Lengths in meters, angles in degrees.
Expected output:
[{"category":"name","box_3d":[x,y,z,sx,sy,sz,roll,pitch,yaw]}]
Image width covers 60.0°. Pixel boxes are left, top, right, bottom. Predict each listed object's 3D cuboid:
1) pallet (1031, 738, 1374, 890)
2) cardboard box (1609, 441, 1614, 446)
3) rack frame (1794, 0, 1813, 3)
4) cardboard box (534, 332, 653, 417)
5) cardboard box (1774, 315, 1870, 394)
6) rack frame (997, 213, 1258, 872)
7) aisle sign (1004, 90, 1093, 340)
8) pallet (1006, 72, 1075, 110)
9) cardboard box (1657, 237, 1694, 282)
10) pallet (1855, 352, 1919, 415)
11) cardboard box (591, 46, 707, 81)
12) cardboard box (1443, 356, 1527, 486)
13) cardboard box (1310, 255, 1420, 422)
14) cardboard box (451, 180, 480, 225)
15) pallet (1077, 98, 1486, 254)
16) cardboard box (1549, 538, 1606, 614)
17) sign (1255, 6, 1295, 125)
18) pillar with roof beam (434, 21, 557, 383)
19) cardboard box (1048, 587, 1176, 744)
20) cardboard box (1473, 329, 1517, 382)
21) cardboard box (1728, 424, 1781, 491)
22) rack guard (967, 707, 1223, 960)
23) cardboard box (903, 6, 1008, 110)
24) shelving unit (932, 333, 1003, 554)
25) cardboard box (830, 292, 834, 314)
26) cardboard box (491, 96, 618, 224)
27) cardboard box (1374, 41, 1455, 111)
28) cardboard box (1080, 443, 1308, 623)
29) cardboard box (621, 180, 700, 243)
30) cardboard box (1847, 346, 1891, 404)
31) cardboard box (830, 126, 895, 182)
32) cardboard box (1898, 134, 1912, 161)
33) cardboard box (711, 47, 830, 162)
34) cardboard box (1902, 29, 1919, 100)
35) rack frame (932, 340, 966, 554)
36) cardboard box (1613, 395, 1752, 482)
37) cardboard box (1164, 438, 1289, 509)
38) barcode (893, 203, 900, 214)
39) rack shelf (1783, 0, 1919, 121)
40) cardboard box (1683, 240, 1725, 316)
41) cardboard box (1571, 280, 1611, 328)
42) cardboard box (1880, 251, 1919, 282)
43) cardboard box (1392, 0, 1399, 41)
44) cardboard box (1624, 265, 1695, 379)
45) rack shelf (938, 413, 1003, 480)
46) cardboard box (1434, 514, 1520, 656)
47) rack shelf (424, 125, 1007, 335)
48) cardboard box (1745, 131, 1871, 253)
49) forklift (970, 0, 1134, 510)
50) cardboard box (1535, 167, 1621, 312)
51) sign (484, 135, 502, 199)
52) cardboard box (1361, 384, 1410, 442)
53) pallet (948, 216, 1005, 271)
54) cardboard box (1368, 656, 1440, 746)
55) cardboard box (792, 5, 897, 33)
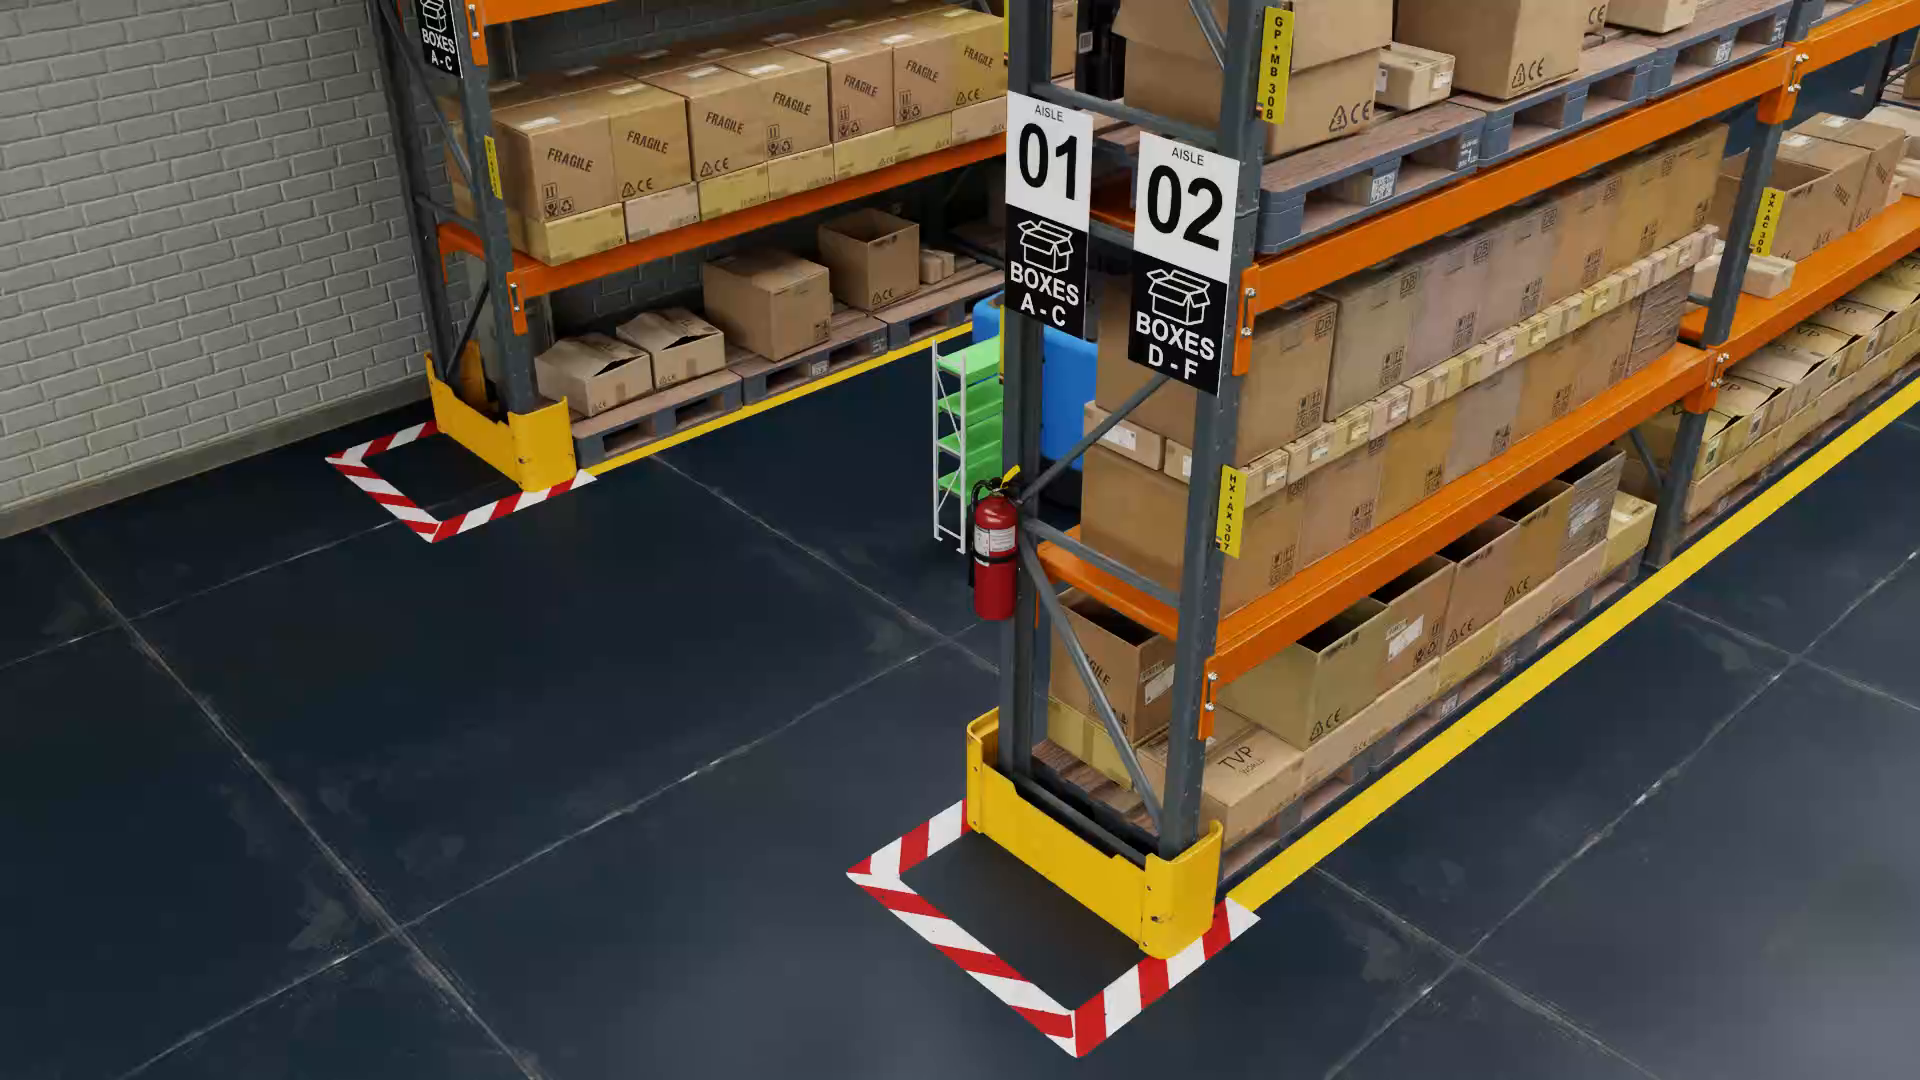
[{"category":"pallet","box_3d":[1.075,0.996,7.419,1.213,0.211,1.003,-26,40,-35]},{"category":"cardboard box","box_3d":[3.583,-0.589,9.572,0.500,0.250,0.500,-26,40,-36]},{"category":"rack frame","box_3d":[3.476,-3.885,6.977,0.127,3.000,1.000,-26,40,-35]},{"category":"cardboard box","box_3d":[-2.260,-1.052,10.250,0.500,0.311,0.500,24,39,34]},{"category":"cardboard box","box_3d":[5.075,-1.168,9.980,0.500,0.311,0.500,-25,39,-34]},{"category":"rack frame","box_3d":[0.543,0.094,6.222,0.127,3.000,1.000,-26,40,-35]},{"category":"aisle sign","box_3d":[0.295,-1.105,5.689,0.004,0.787,0.394,-26,40,-35]},{"category":"pallet","box_3d":[0.764,-3.353,12.041,1.213,0.211,1.003,-26,40,-35]},{"category":"cardboard box","box_3d":[3.240,-1.379,7.913,0.250,0.149,0.380,-27,40,-36]},{"category":"pallet","box_3d":[5.779,-1.277,11.137,1.213,0.211,1.003,-26,40,-35]},{"category":"cardboard box","box_3d":[-1.875,-2.673,10.152,0.500,0.500,0.500,-27,41,-37]},{"category":"cardboard box","box_3d":[2.027,-0.660,7.358,0.500,0.500,0.700,-24,39,-34]},{"category":"cardboard box","box_3d":[1.315,-0.871,6.459,0.500,0.500,0.700,-27,41,-37]},{"category":"cardboard box","box_3d":[-2.617,-1.985,9.745,0.500,0.250,0.500,-25,39,-35]},{"category":"pallet","box_3d":[1.079,-1.389,5.856,1.213,0.211,1.003,-26,40,-35]},{"category":"cardboard box","box_3d":[2.911,0.090,8.460,0.500,0.250,0.500,-26,40,-35]},{"category":"sign","box_3d":[0.916,-1.378,4.840,0.005,0.325,0.100,-26,40,-35]},{"category":"pillar with roof beam","box_3d":[0.024,-3.292,6.008,0.400,9.000,9.100,-26,40,-35]},{"category":"cardboard box","box_3d":[0.734,0.463,7.131,0.500,0.500,0.500,-26,40,-35]},{"category":"cardboard box","box_3d":[2.105,-0.828,7.010,0.250,0.149,0.380,-25,40,-35]},{"category":"cardboard box","box_3d":[4.316,-0.560,9.524,0.500,0.250,0.500,-25,39,-34]},{"category":"rack guard","box_3d":[0.525,1.168,6.860,0.348,0.500,1.175,-26,40,-35]},{"category":"cardboard box","box_3d":[-0.031,-3.197,11.009,0.500,0.500,0.500,-26,40,-36]},{"category":"shelving unit","box_3d":[0.121,-0.571,9.033,0.503,1.200,0.258,-26,40,-35]},{"category":"cardboard box","box_3d":[-1.081,-1.631,11.353,0.380,0.149,0.250,26,40,35]},{"category":"cardboard box","box_3d":[-2.274,-2.119,9.246,0.500,0.500,0.500,-26,40,-35]},{"category":"cardboard box","box_3d":[1.525,-1.668,5.931,0.250,0.149,0.380,-26,40,-35]},{"category":"cardboard box","box_3d":[0.894,-0.110,6.458,0.500,0.500,0.700,-26,40,-35]},{"category":"cardboard box","box_3d":[-1.883,-1.986,9.747,0.500,0.250,0.500,-27,41,-37]},{"category":"cardboard box","box_3d":[5.443,-1.109,10.421,0.500,0.250,0.500,-25,39,-34]},{"category":"cardboard box","box_3d":[-0.765,-2.522,10.623,0.500,0.250,0.500,-26,40,-36]},{"category":"cardboard box","box_3d":[5.622,-2.463,10.488,0.500,0.311,0.500,-26,40,-36]},{"category":"cardboard box","box_3d":[-1.151,-2.659,10.129,0.500,0.500,0.500,-24,39,-34]},{"category":"cardboard box","box_3d":[6.794,-3.232,11.162,0.700,0.500,0.500,15,35,23]},{"category":"rack frame","box_3d":[-0.058,-0.484,8.891,0.015,1.200,0.240,-26,40,-35]},{"category":"cardboard box","box_3d":[3.948,-0.622,9.087,0.500,0.311,0.500,-26,40,-35]},{"category":"cardboard box","box_3d":[0.977,-0.283,6.119,0.250,0.149,0.380,-26,40,-36]},{"category":"barcode","box_3d":[-0.454,-2.377,11.930,0.075,0.075,0.001,-26,40,-35]},{"category":"rack shelf","box_3d":[4.943,-3.007,9.107,4.000,0.370,1.077,-26,40,-35]},{"category":"cardboard box","box_3d":[3.807,-1.453,8.894,0.500,0.250,0.500,-23,38,-33]},{"category":"cardboard box","box_3d":[2.675,-1.106,7.466,0.250,0.149,0.380,-26,40,-36]},{"category":"cardboard box","box_3d":[6.192,-1.709,10.866,0.500,0.311,0.500,-25,39,-34]},{"category":"cardboard box","box_3d":[1.616,-2.094,6.472,0.500,0.311,0.500,-21,37,-30]},{"category":"cardboard box","box_3d":[3.155,-1.208,8.255,0.500,0.500,0.700,-27,41,-37]},{"category":"rack shelf","box_3d":[0.121,-0.516,9.066,0.480,0.148,0.258,-26,40,-35]},{"category":"cardboard box","box_3d":[2.189,0.131,7.674,0.500,0.500,0.500,-26,40,-35]},{"category":"rack shelf","box_3d":[-1.361,-2.203,10.666,4.000,0.370,1.077,-26,40,-35]},{"category":"cardboard box","box_3d":[4.804,-1.999,9.547,0.500,0.500,0.500,-26,40,-35]},{"category":"forklift","box_3d":[1.413,-2.073,9.831,1.130,2.935,3.031,25,39,35]},{"category":"cardboard box","box_3d":[2.418,-1.405,7.332,0.500,0.500,0.700,-26,40,-35]},{"category":"sign","box_3d":[-2.459,-1.962,8.753,0.005,0.325,0.100,-26,40,-35]},{"category":"cardboard box","box_3d":[1.539,-0.554,6.563,0.250,0.149,0.380,-27,40,-36]},{"category":"pallet","box_3d":[0.675,-2.306,12.819,1.213,0.211,1.003,-26,40,-35]},{"category":"cardboard box","box_3d":[1.818,0.626,7.583,0.500,0.250,0.500,-26,40,-35]},{"category":"cardboard box","box_3d":[-0.763,-3.215,11.037,0.500,0.500,0.500,-26,40,-36]}]
